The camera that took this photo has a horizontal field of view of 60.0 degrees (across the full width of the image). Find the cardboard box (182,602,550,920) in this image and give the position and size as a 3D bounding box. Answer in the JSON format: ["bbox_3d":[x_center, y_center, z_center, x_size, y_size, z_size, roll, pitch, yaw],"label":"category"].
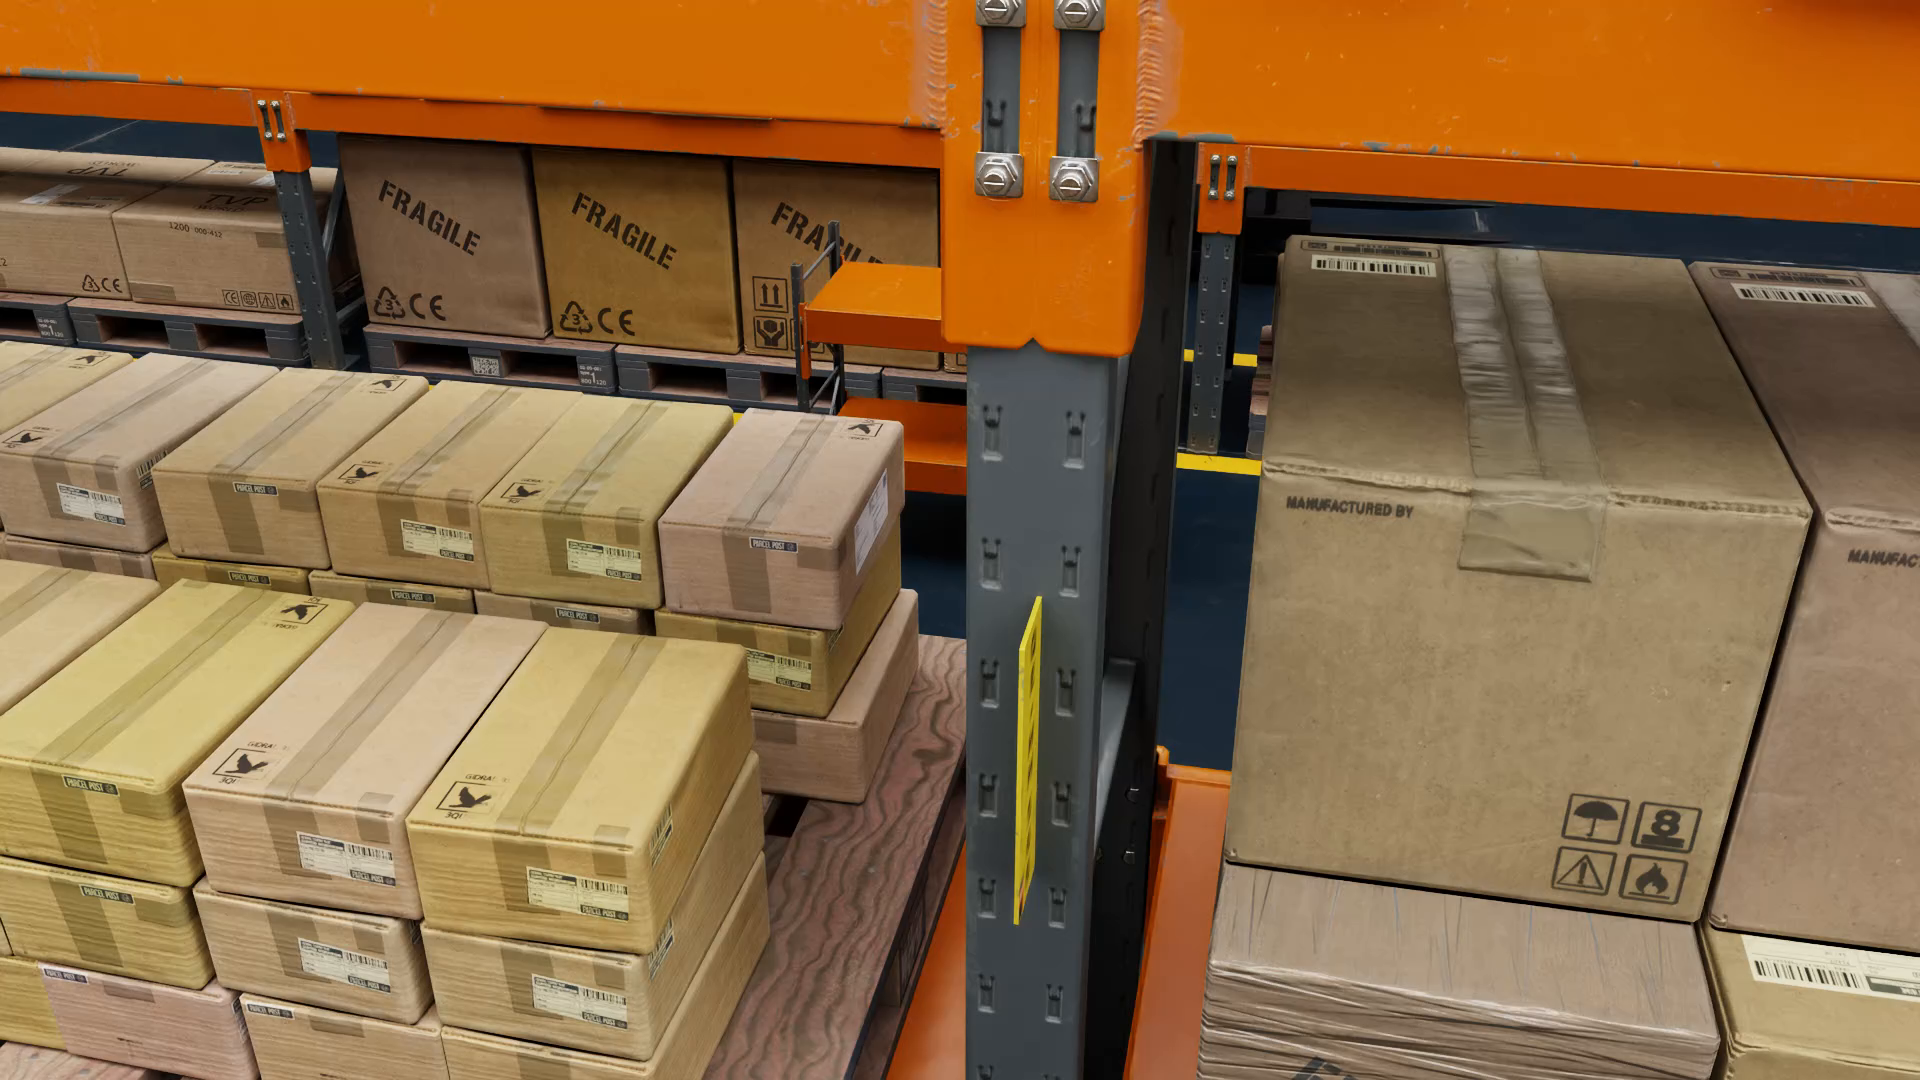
[{"bbox_3d":[-0.650,0.238,1.896,0.250,0.149,0.380,6,29,10],"label":"cardboard box"}]

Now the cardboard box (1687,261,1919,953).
[{"bbox_3d":[1.102,0.051,1.888,0.500,0.500,0.700,5,29,10],"label":"cardboard box"}]

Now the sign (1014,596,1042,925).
[{"bbox_3d":[0.066,0.216,1.608,0.005,0.325,0.100,6,29,11],"label":"sign"}]

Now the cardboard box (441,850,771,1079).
[{"bbox_3d":[-0.408,0.526,1.990,0.250,0.149,0.380,6,29,11],"label":"cardboard box"}]

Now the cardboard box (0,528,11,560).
[{"bbox_3d":[-1.520,-0.042,2.718,0.250,0.149,0.380,6,29,10],"label":"cardboard box"}]

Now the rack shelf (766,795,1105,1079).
[{"bbox_3d":[-1.786,0.549,2.874,4.000,0.370,1.077,6,29,11],"label":"rack shelf"}]

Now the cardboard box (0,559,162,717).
[{"bbox_3d":[-1.168,0.187,1.989,0.250,0.149,0.380,7,29,12],"label":"cardboard box"}]

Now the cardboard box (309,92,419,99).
[{"bbox_3d":[-2.432,-2.069,7.061,0.500,0.250,0.500,5,29,9],"label":"cardboard box"}]

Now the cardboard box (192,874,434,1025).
[{"bbox_3d":[-0.670,0.367,1.970,0.250,0.149,0.380,7,29,12],"label":"cardboard box"}]

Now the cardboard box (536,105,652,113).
[{"bbox_3d":[-1.428,-1.958,6.860,0.500,0.250,0.500,6,29,10],"label":"cardboard box"}]

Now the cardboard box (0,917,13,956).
[{"bbox_3d":[-1.172,0.317,2.062,0.250,0.149,0.380,6,29,11],"label":"cardboard box"}]

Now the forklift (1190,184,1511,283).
[{"bbox_3d":[1.409,-2.904,8.502,3.031,2.935,1.130,4,29,7],"label":"forklift"}]

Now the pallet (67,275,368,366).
[{"bbox_3d":[-3.534,-1.192,8.208,1.213,0.211,1.003,6,29,11],"label":"pallet"}]

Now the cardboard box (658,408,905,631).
[{"bbox_3d":[-0.246,-0.039,2.403,0.250,0.149,0.380,6,29,11],"label":"cardboard box"}]

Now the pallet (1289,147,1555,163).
[{"bbox_3d":[1.824,-1.796,6.606,1.003,0.211,1.213,6,29,11],"label":"pallet"}]

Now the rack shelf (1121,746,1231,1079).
[{"bbox_3d":[2.126,0.950,2.141,4.000,0.370,1.077,6,29,11],"label":"rack shelf"}]

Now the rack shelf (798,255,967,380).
[{"bbox_3d":[-0.007,-0.751,5.841,1.000,0.278,0.538,6,29,11],"label":"rack shelf"}]

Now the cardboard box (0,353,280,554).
[{"bbox_3d":[-1.268,-0.144,2.595,0.250,0.149,0.380,7,30,13],"label":"cardboard box"}]

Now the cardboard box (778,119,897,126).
[{"bbox_3d":[-0.436,-1.866,6.691,0.500,0.250,0.500,6,29,10],"label":"cardboard box"}]

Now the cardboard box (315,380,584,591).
[{"bbox_3d":[-0.744,-0.091,2.498,0.250,0.149,0.380,6,29,10],"label":"cardboard box"}]

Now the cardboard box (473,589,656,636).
[{"bbox_3d":[-0.527,0.060,2.531,0.250,0.149,0.380,7,30,13],"label":"cardboard box"}]

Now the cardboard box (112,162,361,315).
[{"bbox_3d":[-3.399,-1.476,8.053,0.875,0.438,0.875,5,29,10],"label":"cardboard box"}]

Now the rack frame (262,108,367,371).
[{"bbox_3d":[-2.807,-2.302,7.332,0.127,3.000,1.000,6,29,11],"label":"rack frame"}]

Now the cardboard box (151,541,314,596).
[{"bbox_3d":[-1.035,0.010,2.623,0.250,0.149,0.380,6,29,11],"label":"cardboard box"}]

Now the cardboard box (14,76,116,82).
[{"bbox_3d":[-3.818,-2.322,7.263,0.500,0.500,0.500,5,29,9],"label":"cardboard box"}]

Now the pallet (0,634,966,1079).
[{"bbox_3d":[-0.549,0.496,2.420,1.003,0.211,1.213,6,29,11],"label":"pallet"}]

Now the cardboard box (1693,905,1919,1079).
[{"bbox_3d":[1.050,0.611,1.906,0.500,0.500,0.500,6,29,10],"label":"cardboard box"}]

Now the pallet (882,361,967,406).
[{"bbox_3d":[0.350,-0.793,7.478,1.213,0.211,1.003,6,29,11],"label":"pallet"}]

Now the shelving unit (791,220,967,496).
[{"bbox_3d":[-0.007,-0.494,5.981,1.048,1.125,0.538,6,29,11],"label":"shelving unit"}]

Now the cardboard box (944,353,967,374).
[{"bbox_3d":[0.447,-1.262,7.206,0.875,0.875,0.875,6,29,10],"label":"cardboard box"}]

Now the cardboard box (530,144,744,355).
[{"bbox_3d":[-1.299,-1.443,7.538,0.875,0.875,0.875,7,29,12],"label":"cardboard box"}]

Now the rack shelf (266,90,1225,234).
[{"bbox_3d":[-0.851,-1.786,7.138,4.000,0.370,1.077,6,29,11],"label":"rack shelf"}]

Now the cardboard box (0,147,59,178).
[{"bbox_3d":[-5.156,-1.657,8.384,0.875,0.438,0.875,7,29,12],"label":"cardboard box"}]

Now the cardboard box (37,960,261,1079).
[{"bbox_3d":[-0.903,0.475,2.084,0.250,0.149,0.380,6,29,11],"label":"cardboard box"}]

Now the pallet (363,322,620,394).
[{"bbox_3d":[-2.037,-1.037,7.925,1.213,0.211,1.003,6,29,11],"label":"pallet"}]
